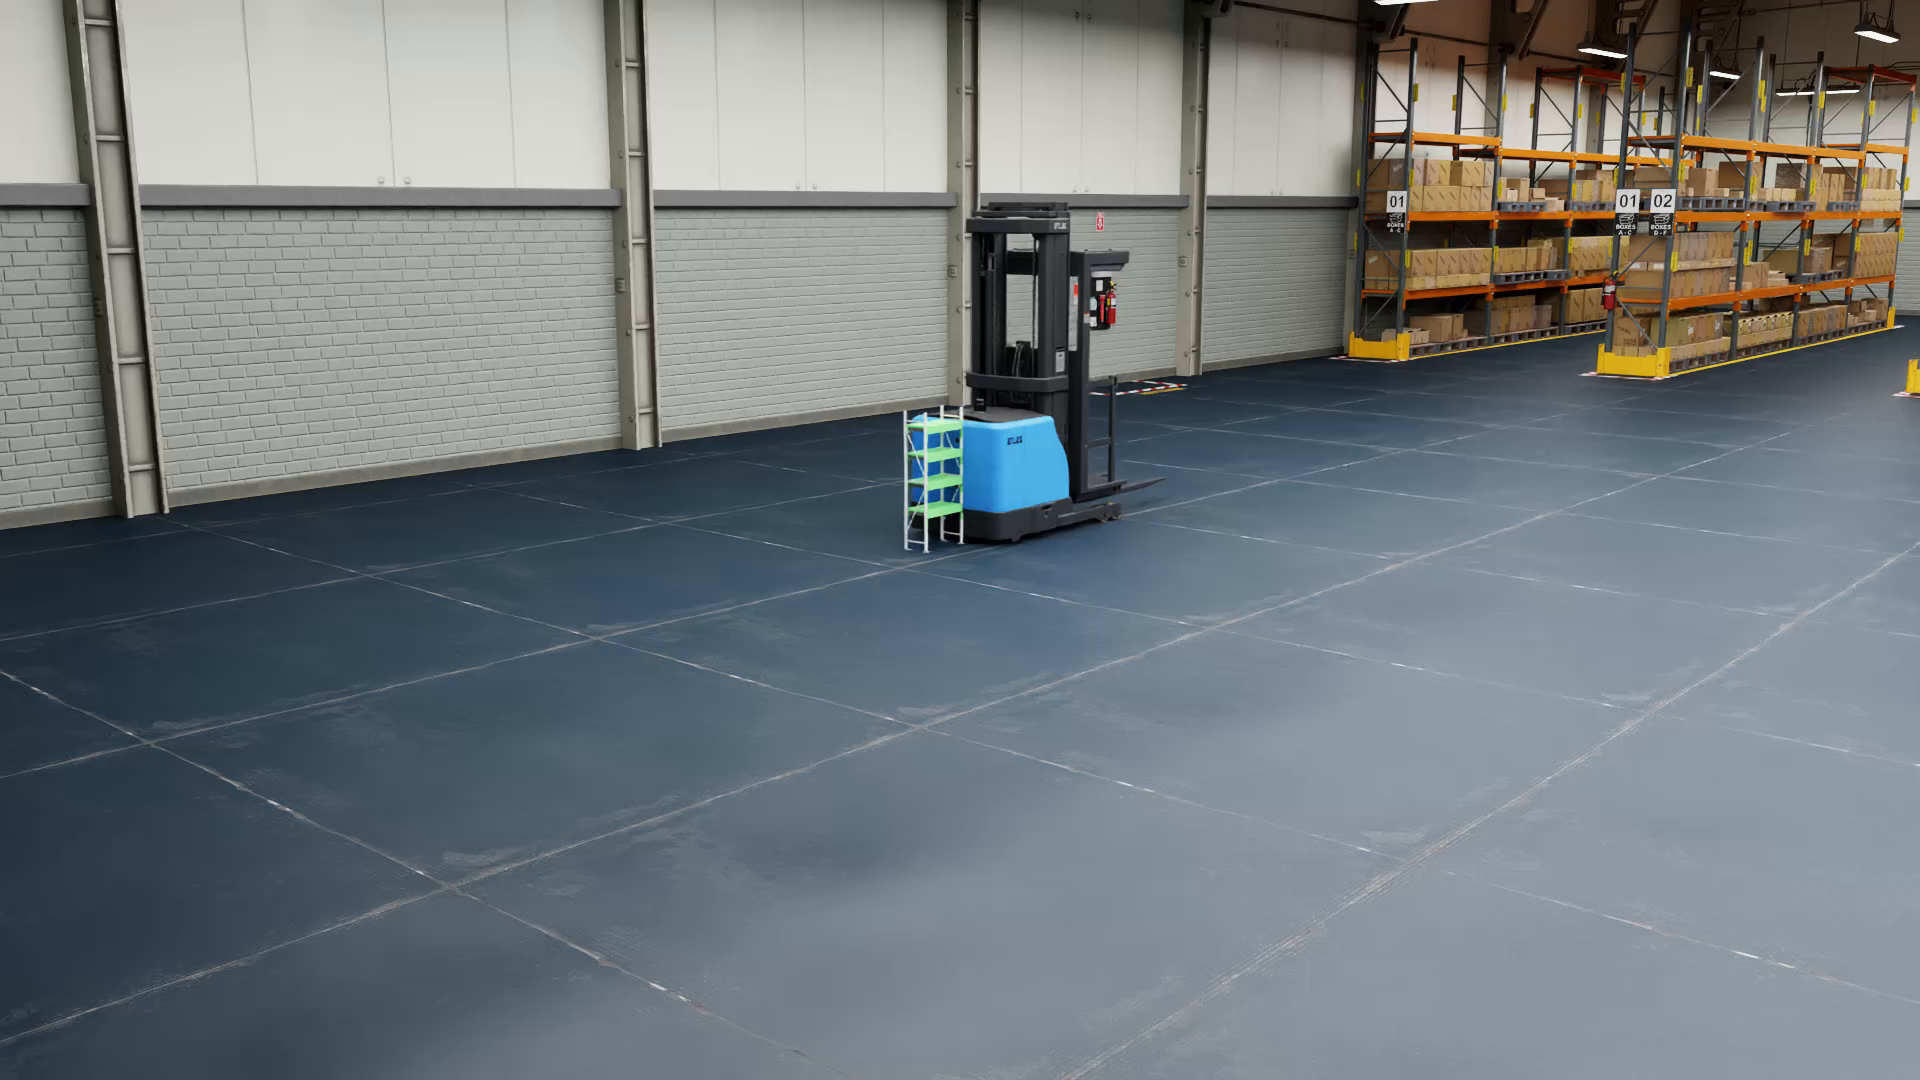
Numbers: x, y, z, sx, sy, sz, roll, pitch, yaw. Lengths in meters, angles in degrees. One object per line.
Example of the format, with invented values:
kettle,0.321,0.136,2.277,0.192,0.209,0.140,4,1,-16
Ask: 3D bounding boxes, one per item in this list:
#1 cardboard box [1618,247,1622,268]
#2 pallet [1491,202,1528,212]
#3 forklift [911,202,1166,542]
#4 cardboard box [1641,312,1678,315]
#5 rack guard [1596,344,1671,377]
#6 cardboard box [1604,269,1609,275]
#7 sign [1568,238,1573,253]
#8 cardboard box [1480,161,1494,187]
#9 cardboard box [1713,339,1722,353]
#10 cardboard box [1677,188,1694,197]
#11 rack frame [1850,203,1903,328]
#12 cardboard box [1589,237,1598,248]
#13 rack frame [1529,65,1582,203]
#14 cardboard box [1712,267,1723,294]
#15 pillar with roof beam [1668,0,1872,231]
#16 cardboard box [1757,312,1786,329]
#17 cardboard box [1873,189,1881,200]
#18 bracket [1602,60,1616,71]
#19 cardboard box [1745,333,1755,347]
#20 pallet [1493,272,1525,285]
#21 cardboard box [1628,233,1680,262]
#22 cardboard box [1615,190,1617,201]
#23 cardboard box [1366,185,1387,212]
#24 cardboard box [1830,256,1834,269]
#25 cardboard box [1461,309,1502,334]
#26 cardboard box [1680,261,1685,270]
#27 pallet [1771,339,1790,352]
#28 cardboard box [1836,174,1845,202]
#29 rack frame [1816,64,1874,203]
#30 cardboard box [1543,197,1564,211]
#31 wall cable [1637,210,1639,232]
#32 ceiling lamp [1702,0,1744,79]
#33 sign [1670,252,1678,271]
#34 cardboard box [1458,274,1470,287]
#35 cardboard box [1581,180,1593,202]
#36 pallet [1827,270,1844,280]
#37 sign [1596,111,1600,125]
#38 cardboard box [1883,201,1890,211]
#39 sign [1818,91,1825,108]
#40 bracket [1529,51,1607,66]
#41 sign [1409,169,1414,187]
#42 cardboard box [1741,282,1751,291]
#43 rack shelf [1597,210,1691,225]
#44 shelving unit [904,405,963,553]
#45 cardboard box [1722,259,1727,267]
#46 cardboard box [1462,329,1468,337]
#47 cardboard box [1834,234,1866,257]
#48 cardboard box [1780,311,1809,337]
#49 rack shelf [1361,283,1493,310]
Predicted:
cardboard box,15.640,-6.836,40.213,0.500,0.500,0.500,10,15,41
pallet,11.291,-7.087,35.357,1.213,0.211,1.003,10,15,40
forklift,0.869,-1.652,15.497,1.130,2.935,3.031,9,14,38
cardboard box,12.998,-3.968,30.952,0.500,0.500,0.500,10,15,40
rack guard,11.871,-3.173,29.323,1.175,0.500,0.348,10,15,40
cardboard box,15.379,-6.462,39.998,0.380,0.149,0.250,10,15,40
sign,13.858,-6.680,37.743,0.100,0.325,0.005,10,15,40
cardboard box,10.677,-7.543,34.299,0.500,0.500,0.500,8,14,36
cardboard box,14.048,-3.680,31.426,0.500,0.250,0.500,10,15,40
cardboard box,12.796,-6.175,29.525,0.380,0.149,0.250,10,15,40
rack frame,22.449,-6.757,40.882,1.000,3.000,0.127,10,15,40
cardboard box,14.619,-6.979,39.014,0.500,0.250,0.500,10,15,41
rack frame,13.444,-9.162,37.606,1.000,3.000,0.127,10,15,40
cardboard box,13.896,-4.896,31.309,0.700,0.500,0.500,10,15,40
pillar with roof beam,23.092,-10.291,43.261,9.100,9.000,0.548,10,15,40
cardboard box,16.669,-4.526,34.230,0.500,0.311,0.500,9,15,39
cardboard box,20.983,-7.996,38.535,0.500,0.250,0.500,10,15,40
bracket,15.890,-11.623,40.740,0.235,0.232,0.430,10,15,40
cardboard box,15.318,-3.951,32.783,0.500,0.250,0.500,10,15,42
pallet,11.418,-5.631,35.734,1.003,0.211,1.213,10,15,40
cardboard box,12.240,-5.163,29.334,0.700,0.500,0.500,10,15,41
cardboard box,16.360,-8.592,41.466,0.500,0.250,0.500,10,15,41
cardboard box,8.249,-6.667,32.466,0.500,0.500,0.500,-11,16,-43
cardboard box,19.946,-6.324,38.460,0.500,0.500,0.500,10,15,41
cardboard box,11.277,-4.732,36.001,0.700,0.500,0.500,10,15,42
cardboard box,12.646,-4.876,29.552,0.380,0.149,0.250,10,15,41
pallet,16.595,-4.096,34.681,1.003,0.211,1.213,10,15,40
cardboard box,19.420,-7.879,37.258,0.600,0.600,0.600,8,14,35
rack frame,19.808,-9.110,37.348,1.000,3.000,0.127,10,15,40
cardboard box,13.172,-7.516,37.201,0.500,0.311,0.500,10,15,40
wall cable,18.860,-8.206,45.542,0.084,1.984,1.851,10,15,40
ceiling lamp,17.642,-12.127,37.549,0.800,3.185,2.000,10,15,40
sign,12.300,-4.794,28.640,0.100,0.325,0.005,10,15,40
cardboard box,10.063,-5.310,33.972,0.500,0.250,0.500,10,15,40
cardboard box,14.407,-8.199,39.064,0.700,0.500,0.500,11,16,43
pallet,19.199,-5.971,37.437,1.003,0.211,1.213,10,15,40
sign,15.684,-10.361,40.822,0.100,0.325,0.005,10,15,40
cardboard box,21.649,-7.897,39.316,0.500,0.250,0.500,10,15,40
sign,17.587,-8.986,33.938,0.100,0.325,0.005,10,15,40
bracket,14.178,-11.242,38.829,0.076,0.066,4.783,10,15,40
sign,8.571,-6.872,31.570,0.100,0.325,0.005,10,15,40
cardboard box,15.266,-4.972,32.588,0.380,0.149,0.250,10,15,40
rack shelf,17.405,-8.221,42.390,1.077,0.370,4.000,10,15,40
shelving unit,-0.224,-0.527,14.289,0.258,1.200,0.503,9,14,38
cardboard box,14.173,-5.216,31.255,0.380,0.149,0.250,9,15,39
cardboard box,10.473,-4.375,35.068,0.380,0.166,0.250,7,14,33
cardboard box,20.331,-6.741,37.993,0.500,0.500,0.500,10,15,42
cardboard box,17.683,-4.600,35.341,0.500,0.500,0.500,11,15,43
rack shelf,9.484,-4.984,33.844,1.077,0.370,4.000,10,15,40
